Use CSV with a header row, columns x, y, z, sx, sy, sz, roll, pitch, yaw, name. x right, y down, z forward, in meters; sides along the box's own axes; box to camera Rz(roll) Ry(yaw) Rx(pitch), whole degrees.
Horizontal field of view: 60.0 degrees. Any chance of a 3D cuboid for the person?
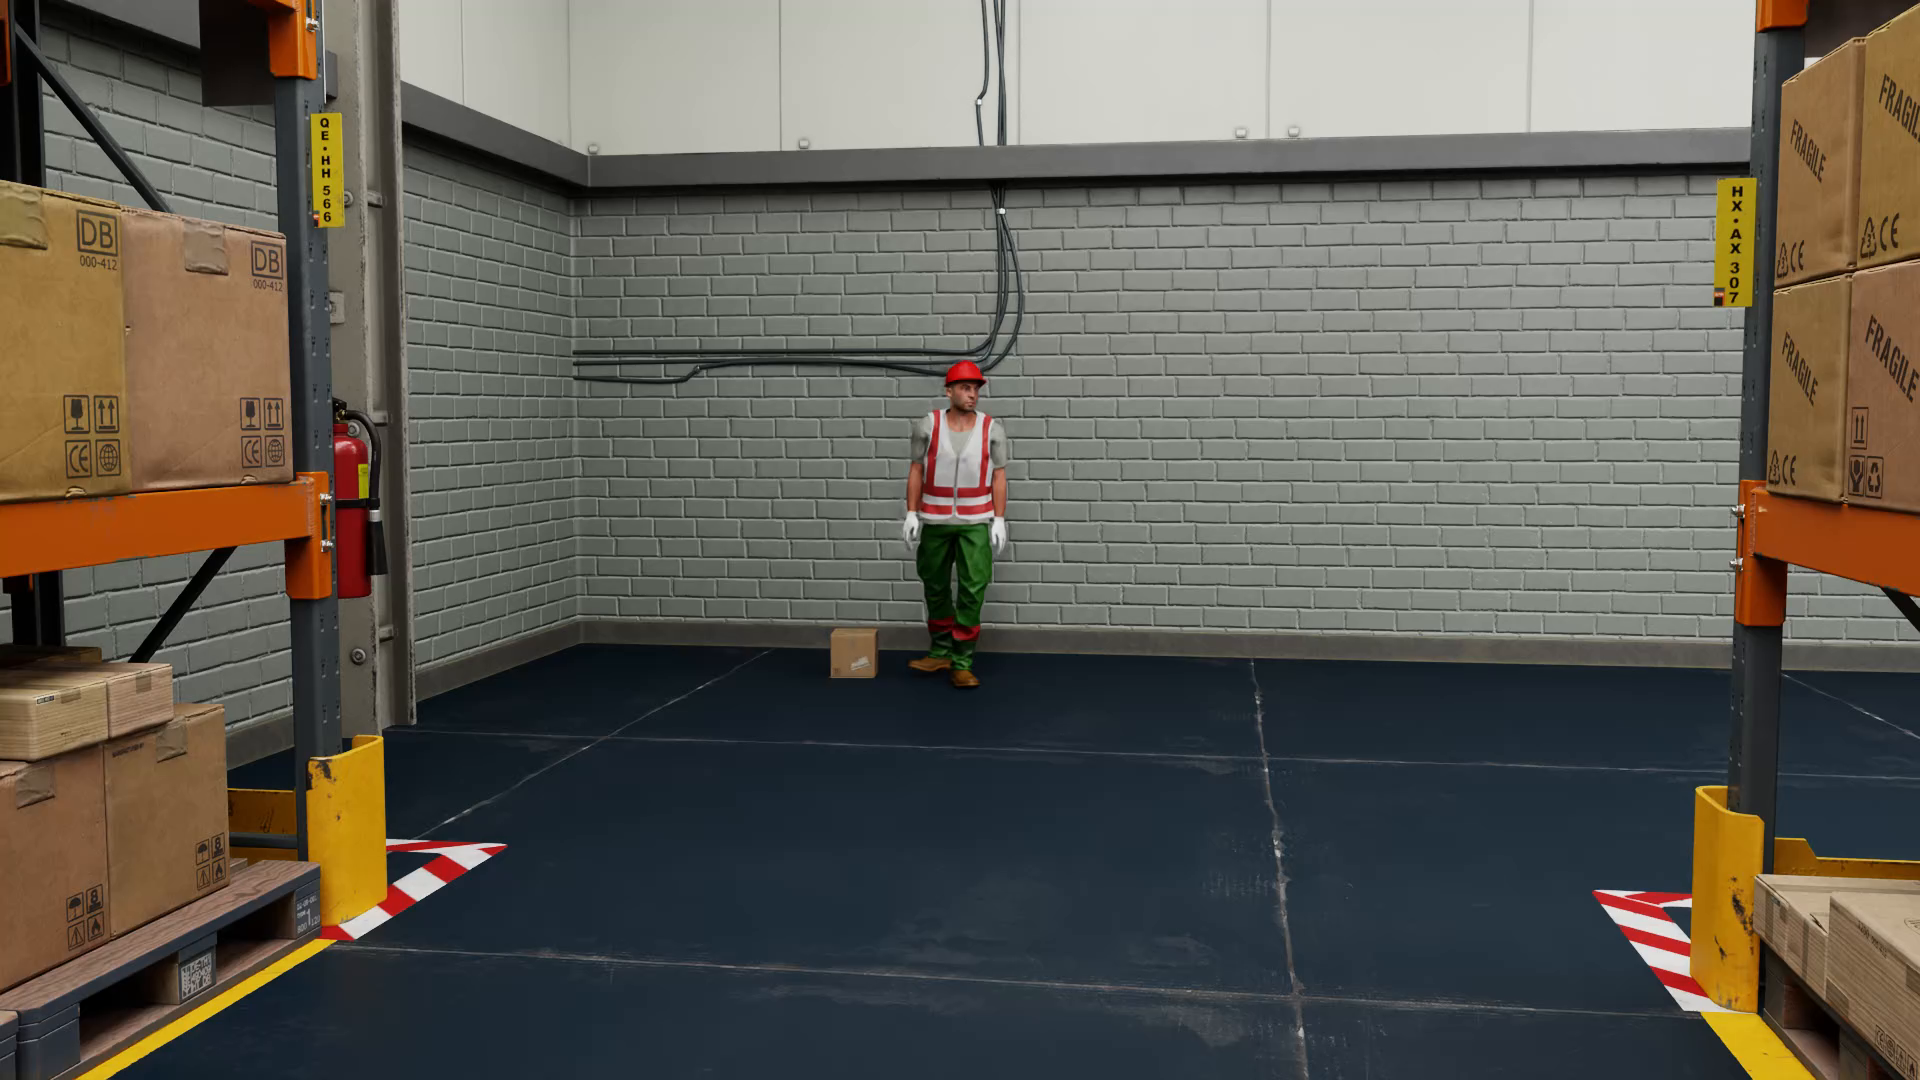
x,y,z,sx,sy,sz,roll,pitch,yaw,name
-0.028,-0.095,9.181,0.577,1.775,0.567,0,4,2,person
